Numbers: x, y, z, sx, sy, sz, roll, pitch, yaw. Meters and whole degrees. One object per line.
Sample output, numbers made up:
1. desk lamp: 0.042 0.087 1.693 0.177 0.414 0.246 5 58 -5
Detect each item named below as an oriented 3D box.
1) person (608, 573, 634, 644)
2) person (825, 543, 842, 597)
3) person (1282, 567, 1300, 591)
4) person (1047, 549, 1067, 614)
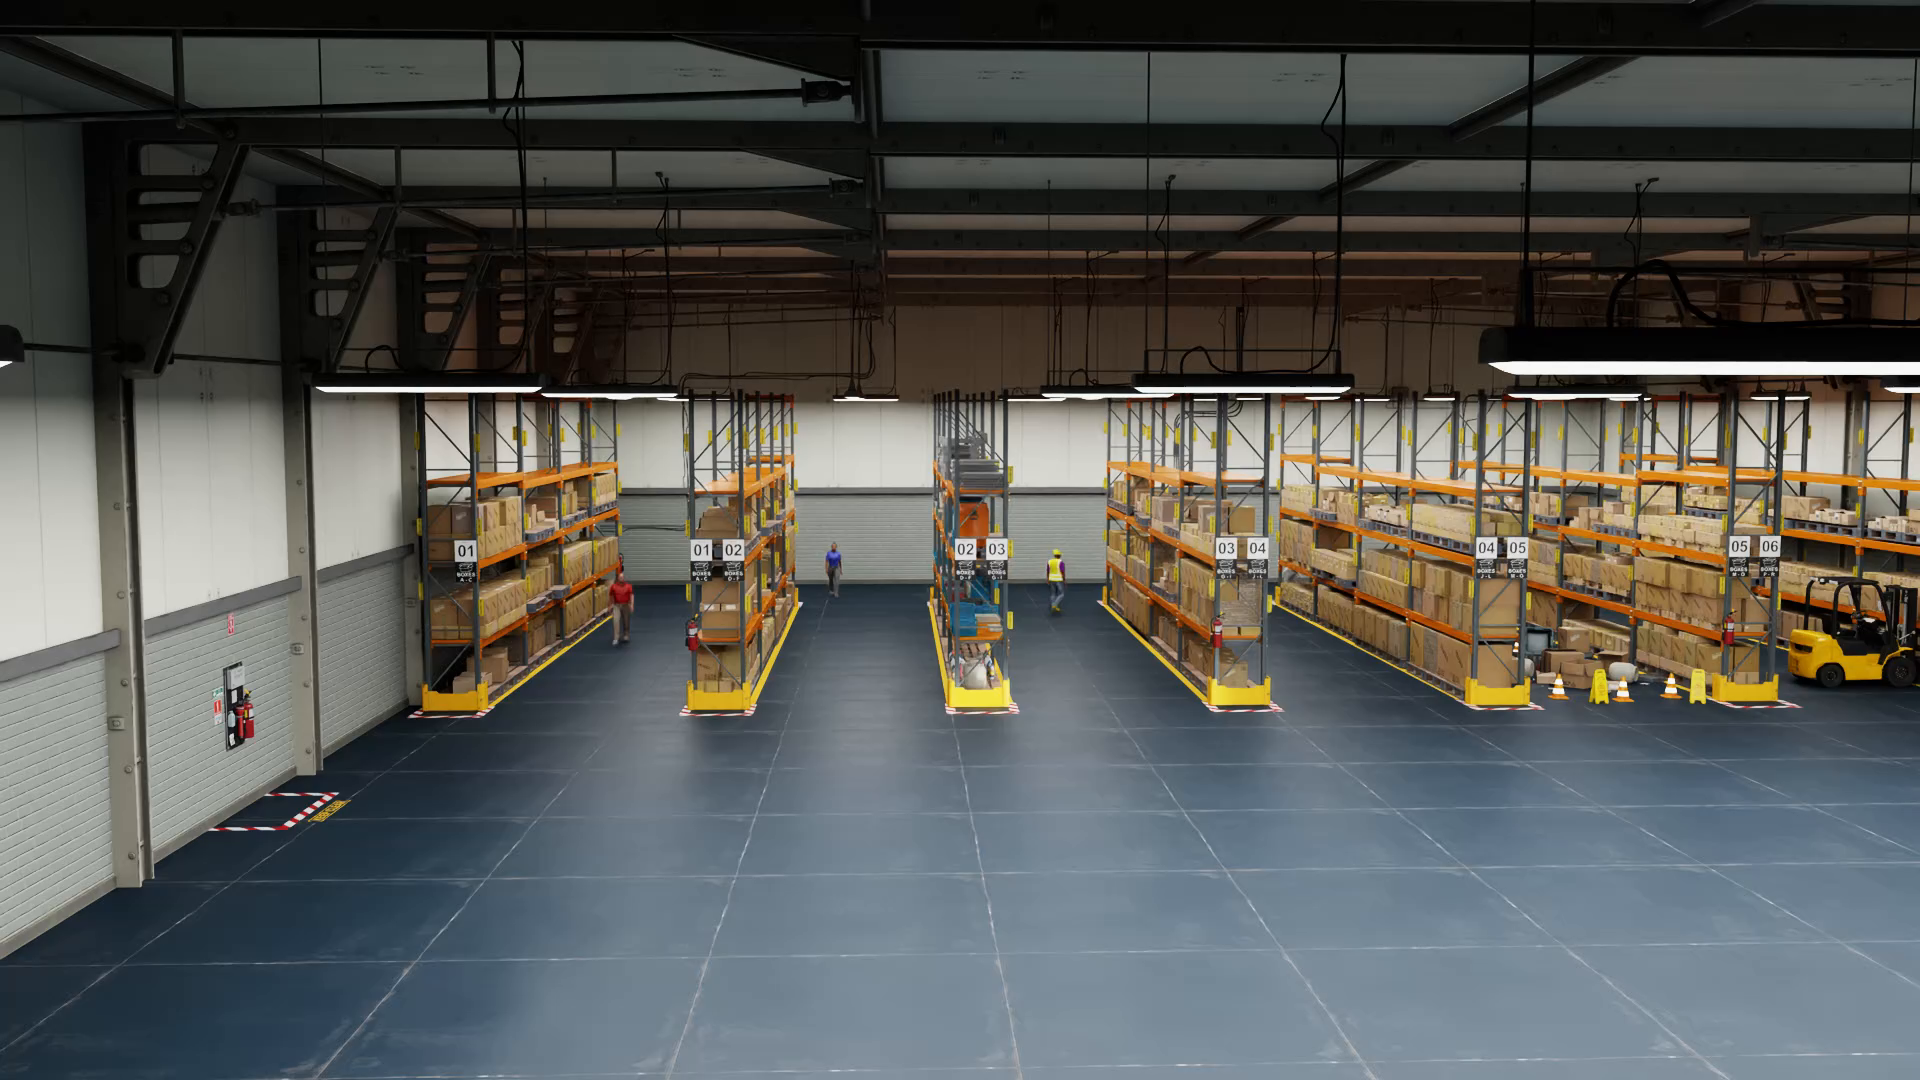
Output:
1. person: -8.112 1.620 39.765 0.621 1.659 1.055 -1 5 -12
2. person: -3.762 0.879 49.459 0.486 1.591 1.051 0 5 -4
3. person: 9.787 0.907 48.893 0.995 1.630 0.456 1 5 6
4. person: 2.617 1.138 45.407 0.630 1.763 0.550 4 6 40
